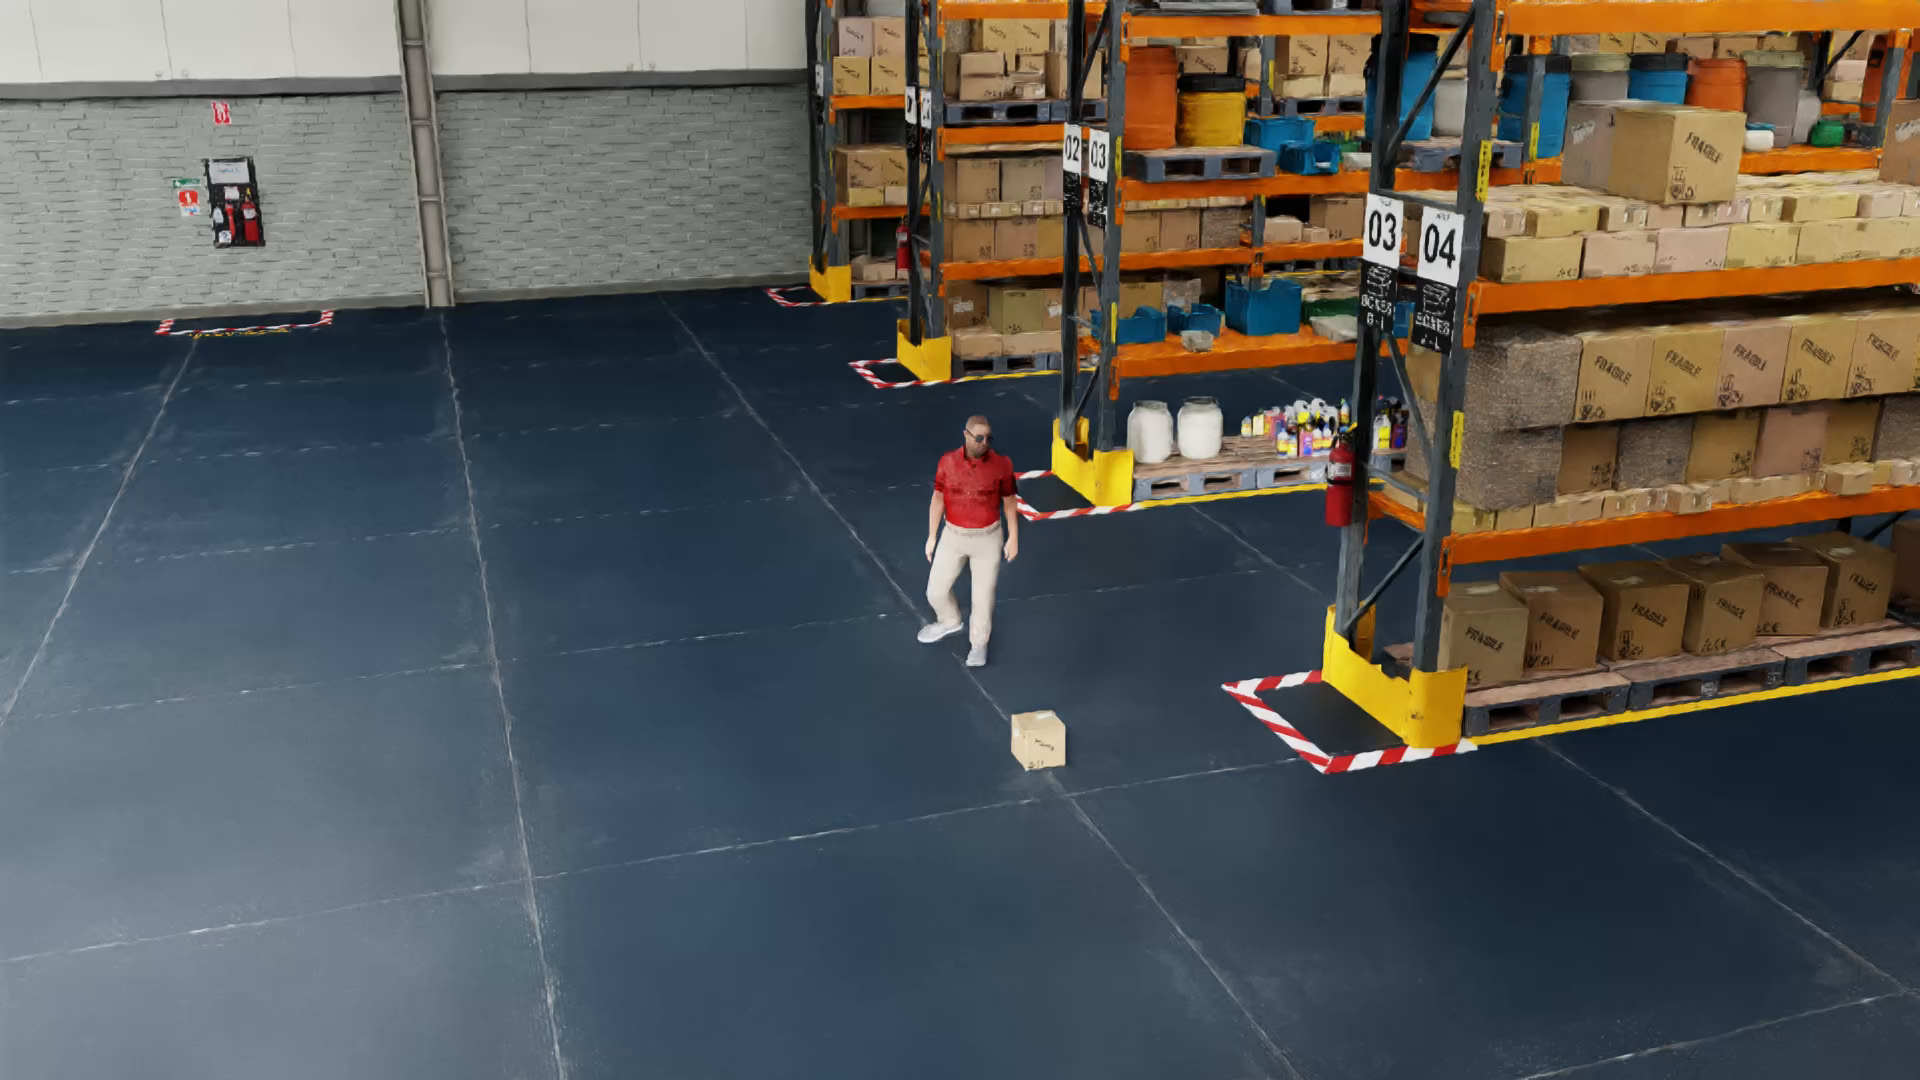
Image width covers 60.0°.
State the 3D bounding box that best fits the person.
[{"bbox_3d":[0.030,-0.021,11.104,0.722,1.719,0.491,5,20,14],"label":"person"}]
